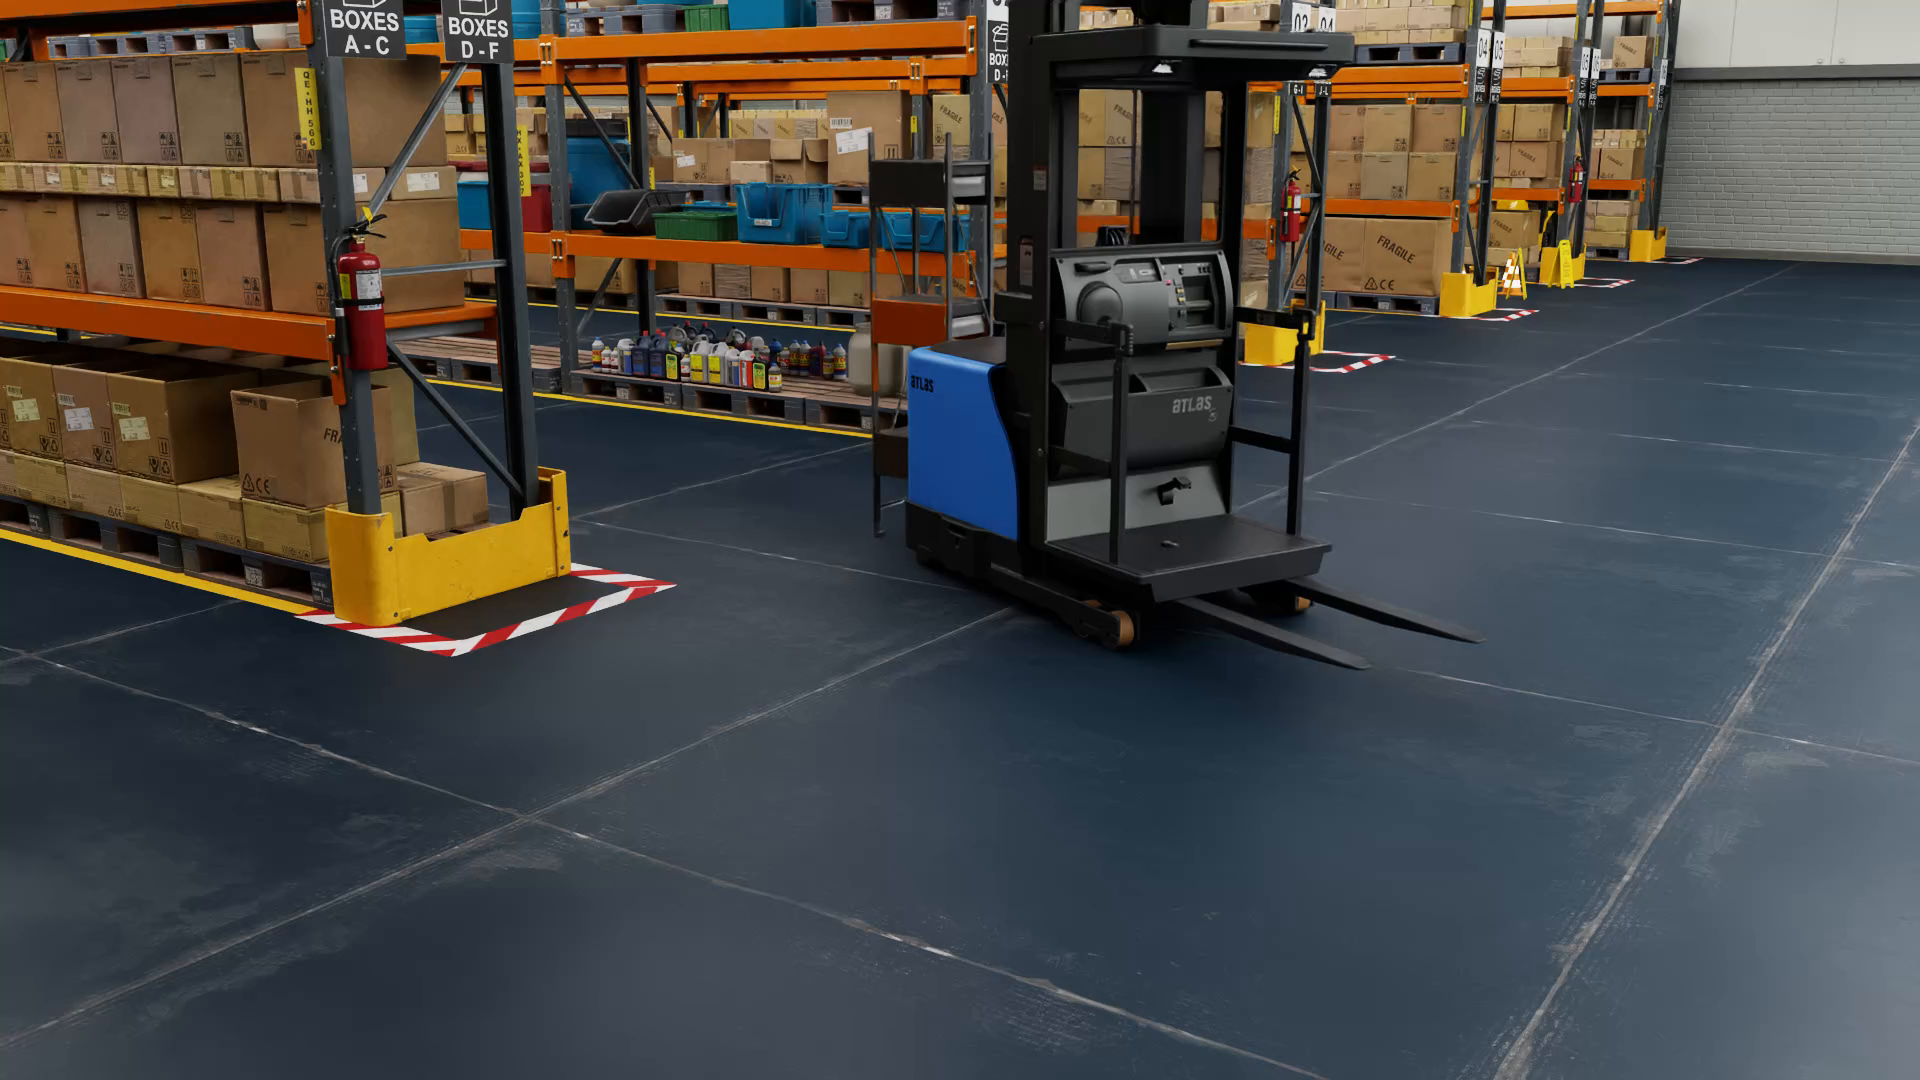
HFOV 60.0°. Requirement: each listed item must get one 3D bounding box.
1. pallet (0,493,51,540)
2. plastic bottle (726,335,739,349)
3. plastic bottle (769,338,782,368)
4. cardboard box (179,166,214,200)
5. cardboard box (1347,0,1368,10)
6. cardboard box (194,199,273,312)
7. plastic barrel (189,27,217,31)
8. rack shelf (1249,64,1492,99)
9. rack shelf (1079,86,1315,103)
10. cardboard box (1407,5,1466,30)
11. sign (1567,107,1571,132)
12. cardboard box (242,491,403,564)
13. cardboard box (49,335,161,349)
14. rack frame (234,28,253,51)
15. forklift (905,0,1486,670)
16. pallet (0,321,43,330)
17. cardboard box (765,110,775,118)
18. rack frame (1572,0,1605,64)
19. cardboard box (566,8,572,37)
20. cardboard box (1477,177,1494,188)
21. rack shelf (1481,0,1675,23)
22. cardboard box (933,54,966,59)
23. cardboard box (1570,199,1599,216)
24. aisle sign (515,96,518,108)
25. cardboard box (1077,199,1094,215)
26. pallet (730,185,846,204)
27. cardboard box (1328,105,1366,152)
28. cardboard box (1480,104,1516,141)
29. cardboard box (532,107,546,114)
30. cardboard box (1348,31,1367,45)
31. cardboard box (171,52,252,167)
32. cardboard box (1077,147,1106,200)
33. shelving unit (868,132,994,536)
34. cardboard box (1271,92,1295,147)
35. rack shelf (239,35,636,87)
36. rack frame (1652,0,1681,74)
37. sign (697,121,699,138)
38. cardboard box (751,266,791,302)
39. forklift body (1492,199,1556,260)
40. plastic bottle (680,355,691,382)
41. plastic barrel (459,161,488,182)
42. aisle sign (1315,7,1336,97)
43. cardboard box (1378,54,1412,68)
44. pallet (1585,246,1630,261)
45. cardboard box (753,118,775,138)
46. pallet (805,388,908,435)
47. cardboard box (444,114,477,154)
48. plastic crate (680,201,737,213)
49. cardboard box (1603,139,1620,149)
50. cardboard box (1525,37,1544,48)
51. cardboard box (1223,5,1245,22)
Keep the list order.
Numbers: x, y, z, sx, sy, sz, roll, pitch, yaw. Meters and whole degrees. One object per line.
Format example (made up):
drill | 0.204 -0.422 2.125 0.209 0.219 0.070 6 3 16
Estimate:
pallet | -5.060 -0.279 9.512 1.213 0.211 1.003 9 17 33
plastic bottle | -1.842 -1.508 13.411 0.133 0.283 0.061 9 17 33
plastic bottle | -1.476 -1.480 13.320 0.097 0.271 0.097 0 14 0
cardboard box | -3.439 -1.691 7.855 0.250 0.149 0.380 9 17 34
cardboard box | 4.696 -6.249 19.363 0.250 0.149 0.380 9 17 33
cardboard box | -3.196 -1.395 8.006 0.500 0.500 0.700 10 17 34
plastic barrel | -7.220 -4.979 15.865 0.301 0.262 0.301 0 14 0
rack shelf | 4.347 -5.537 20.202 4.000 0.370 1.077 9 17 33
rack shelf | 3.707 -7.074 26.410 4.000 0.370 1.077 9 17 33
cardboard box | 5.444 -5.951 18.991 0.500 0.250 0.500 9 17 34
sign | 8.359 -5.770 22.821 0.005 0.325 0.100 9 17 33
cardboard box | -2.987 -0.094 7.807 0.500 0.250 0.500 9 17 33
cardboard box | -4.781 -0.893 9.476 0.500 0.500 0.500 9 17 33
rack frame | -6.248 -3.271 15.796 0.127 3.000 1.000 9 17 33
forklift | 0.930 -1.091 7.131 1.130 2.935 3.031 -9 16 -31
pallet | -10.199 -2.545 18.665 1.213 0.211 1.003 9 17 33
cardboard box | -3.383 -7.877 30.762 0.250 0.149 0.380 9 17 33
rack frame | 8.685 -8.074 22.713 0.127 3.000 1.000 9 17 33
cardboard box | -4.795 -6.133 20.032 0.500 0.500 0.500 10 17 36
cardboard box | 7.552 -5.127 23.813 0.250 0.149 0.380 10 17 34
rack shelf | 9.793 -8.789 27.931 4.000 0.370 1.077 9 17 33
cardboard box | 0.066 -4.994 16.826 0.500 0.250 0.500 8 16 31
cardboard box | 10.469 -5.574 27.864 0.500 0.250 0.500 10 17 34
aisle sign | -7.498 -7.519 27.546 0.004 0.787 0.394 9 17 33
cardboard box | 1.331 -3.289 16.389 0.250 0.149 0.380 9 17 33
pallet | -1.818 -3.909 18.769 1.213 0.211 1.003 9 17 33
cardboard box | 4.823 -4.974 20.113 0.550 0.550 0.875 9 17 33
cardboard box | 7.724 -5.935 23.647 0.500 0.500 0.700 9 17 33
cardboard box | -6.623 -6.806 27.167 0.500 0.500 0.500 10 17 34
cardboard box | 4.697 -5.862 19.458 0.250 0.149 0.380 9 16 32
cardboard box | -3.241 -2.031 7.879 0.500 0.500 0.700 9 16 31
cardboard box | 1.432 -3.646 16.484 0.500 0.500 0.875 9 17 33
shelving unit | -0.145 -1.048 8.685 0.503 2.100 0.431 10 17 35
cardboard box | 2.850 -3.993 15.801 0.500 0.500 0.500 9 17 33
rack shelf | -4.588 -4.110 14.439 4.000 0.370 1.077 9 17 33
rack frame | 11.452 -9.064 26.713 0.127 3.000 1.000 9 17 33
sign | -3.189 -4.892 20.098 0.005 0.325 0.100 9 17 33
cardboard box | -1.975 -3.027 19.095 0.500 0.500 0.700 11 18 37
forklift body | 8.861 -5.631 27.094 1.214 2.155 2.313 9 17 33
plastic bottle | -2.112 -1.331 12.867 0.097 0.201 0.097 0 14 0
plastic barrel | -4.209 -3.071 14.705 0.433 0.535 0.433 0 14 0
aisle sign | 3.373 -4.500 15.347 0.004 0.787 0.394 9 17 33
cardboard box | 6.420 -6.975 24.210 0.500 0.250 0.500 9 17 33
pallet | 10.794 -4.893 28.150 1.213 0.211 1.003 9 17 33
cardboard box | -3.488 -7.585 30.933 0.500 0.500 0.500 9 17 32
pallet | -0.370 -0.956 12.245 1.213 0.211 1.003 9 17 33
cardboard box | -6.268 -5.247 21.481 0.637 0.503 0.797 9 16 31
plastic crate | -1.859 -2.569 13.266 0.616 0.251 0.499 9 17 33
cardboard box | 10.780 -6.535 27.421 0.250 0.149 0.380 9 17 34
cardboard box | 8.047 -6.912 23.124 0.250 0.149 0.380 10 17 34
cardboard box | 2.599 -4.796 15.196 0.250 0.149 0.380 9 16 31
